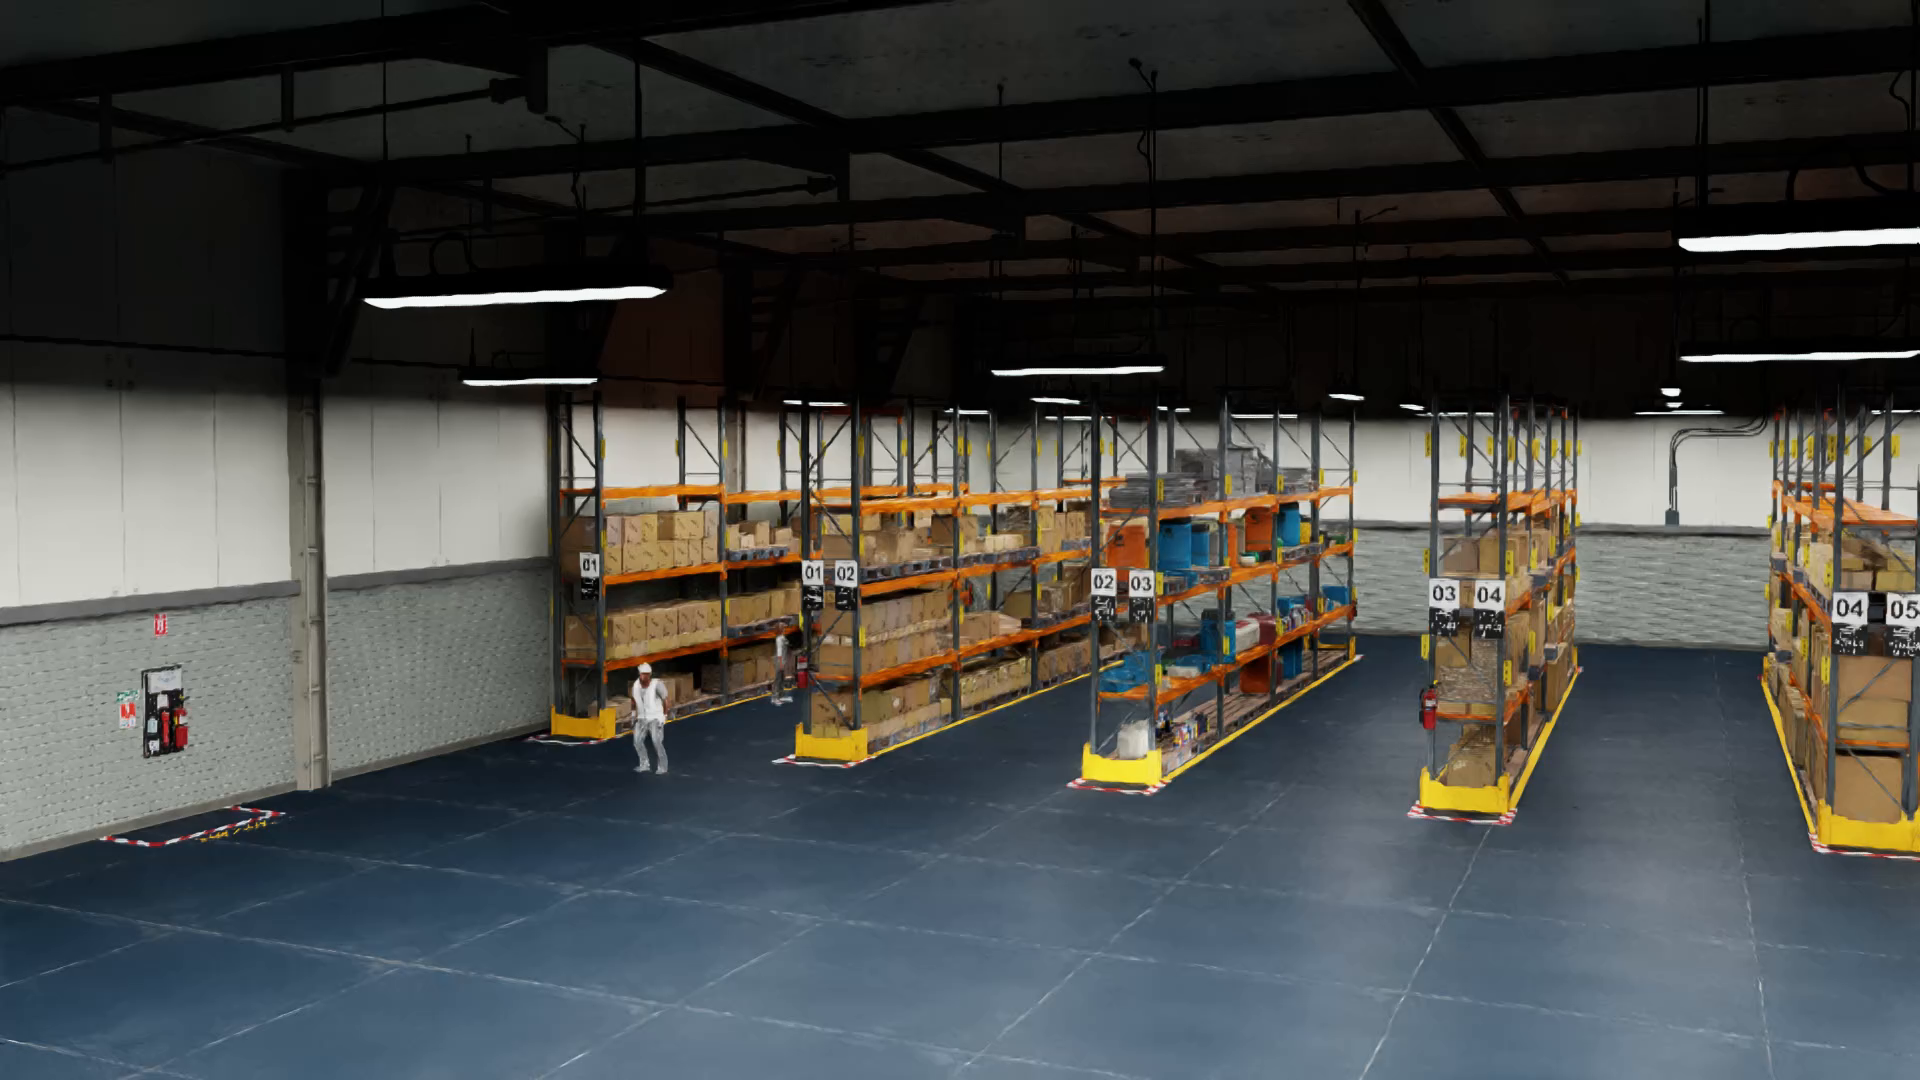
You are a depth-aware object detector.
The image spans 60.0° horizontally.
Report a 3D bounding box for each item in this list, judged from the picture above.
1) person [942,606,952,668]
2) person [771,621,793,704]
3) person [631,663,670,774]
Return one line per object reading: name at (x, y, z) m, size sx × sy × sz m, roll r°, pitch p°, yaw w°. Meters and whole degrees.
person at (-0.352, 2.187, 35.483) m, size 0.577 × 1.691 × 1.121 m, roll 2°, pitch 3°, yaw 26°
person at (-3.489, 2.389, 32.572) m, size 0.420 × 1.602 × 0.506 m, roll 0°, pitch 3°, yaw -2°
person at (-4.770, 2.734, 25.489) m, size 0.702 × 1.735 × 0.549 m, roll 1°, pitch 3°, yaw 22°
